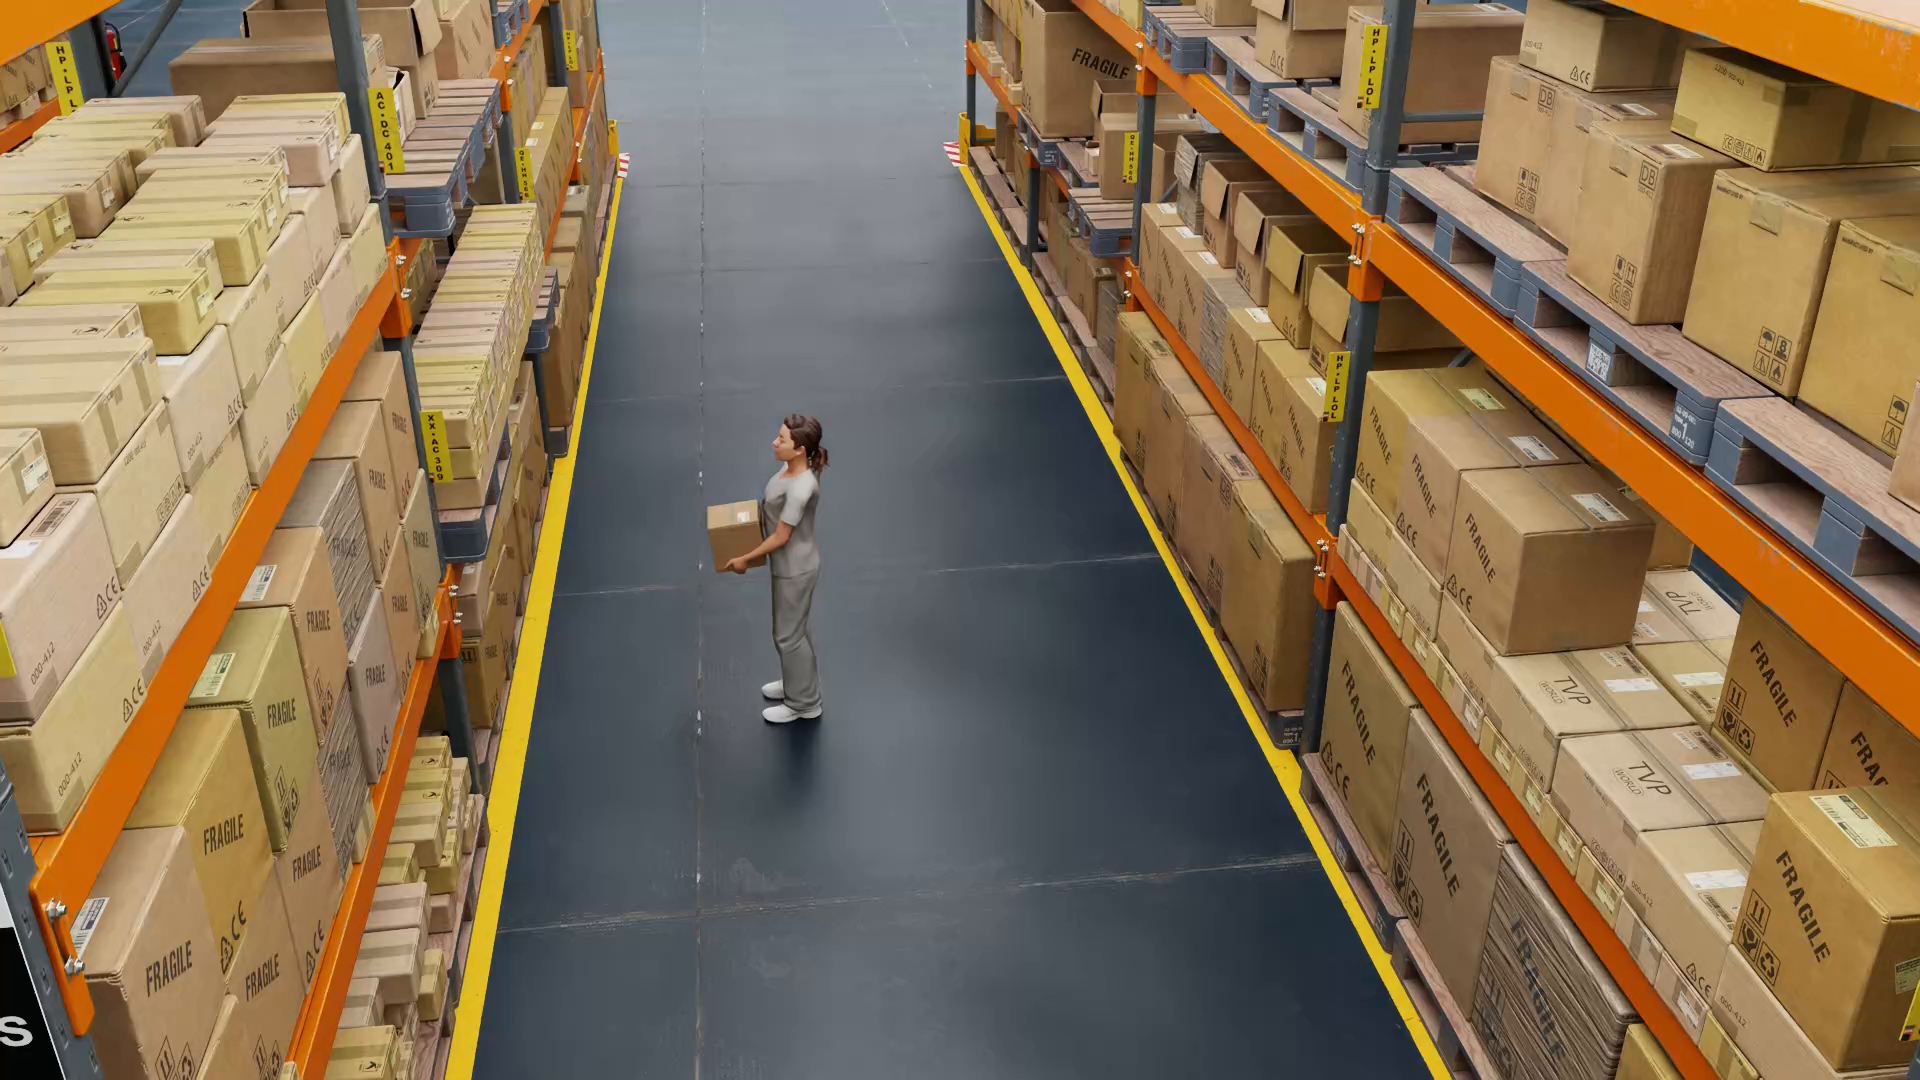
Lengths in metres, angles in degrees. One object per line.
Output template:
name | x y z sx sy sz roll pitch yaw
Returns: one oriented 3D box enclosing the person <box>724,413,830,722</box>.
person | -0.906 0.139 8.361 0.552 1.662 0.438 -4 27 -7
